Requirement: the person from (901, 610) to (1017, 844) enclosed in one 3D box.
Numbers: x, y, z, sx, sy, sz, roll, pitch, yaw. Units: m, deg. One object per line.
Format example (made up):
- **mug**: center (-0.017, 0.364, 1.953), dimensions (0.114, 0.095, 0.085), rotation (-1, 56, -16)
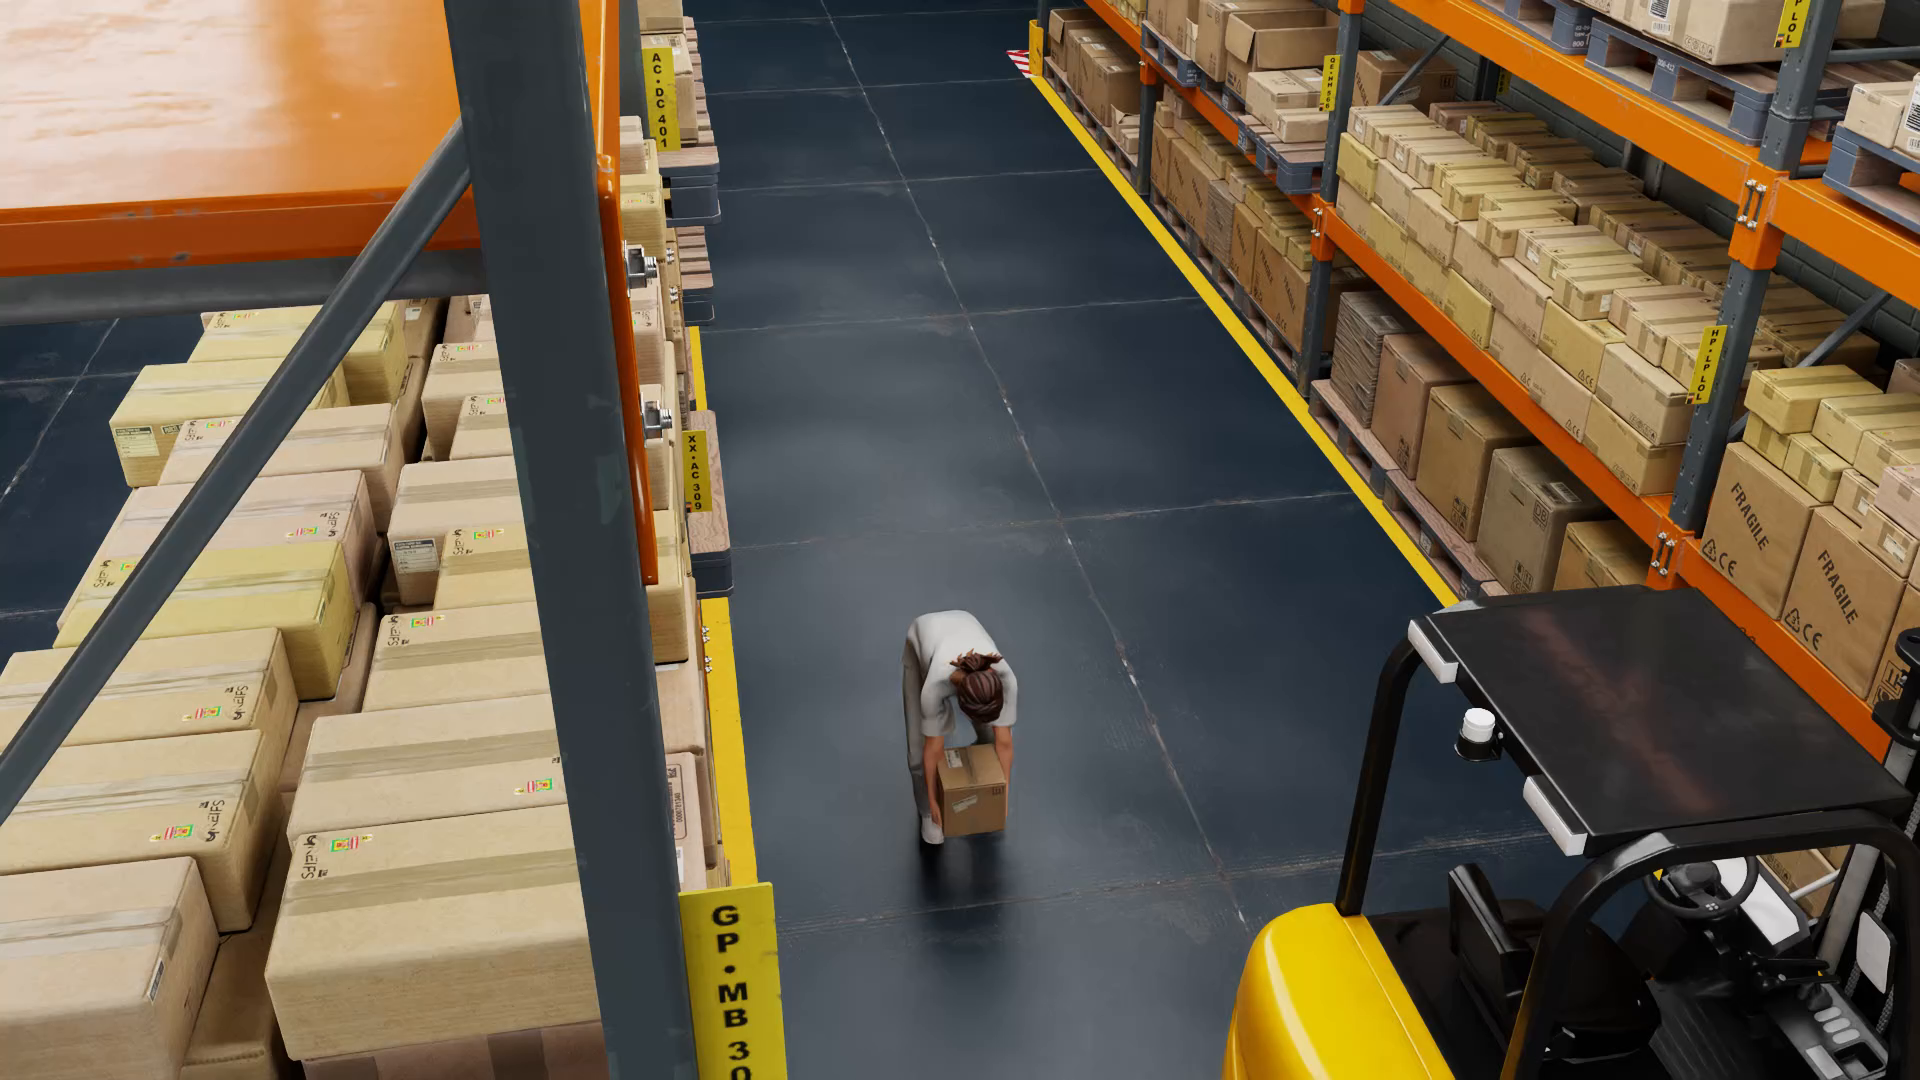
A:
- **person**: center (0.010, 0.811, 6.823), dimensions (0.448, 1.113, 0.857), rotation (-7, 31, -11)
